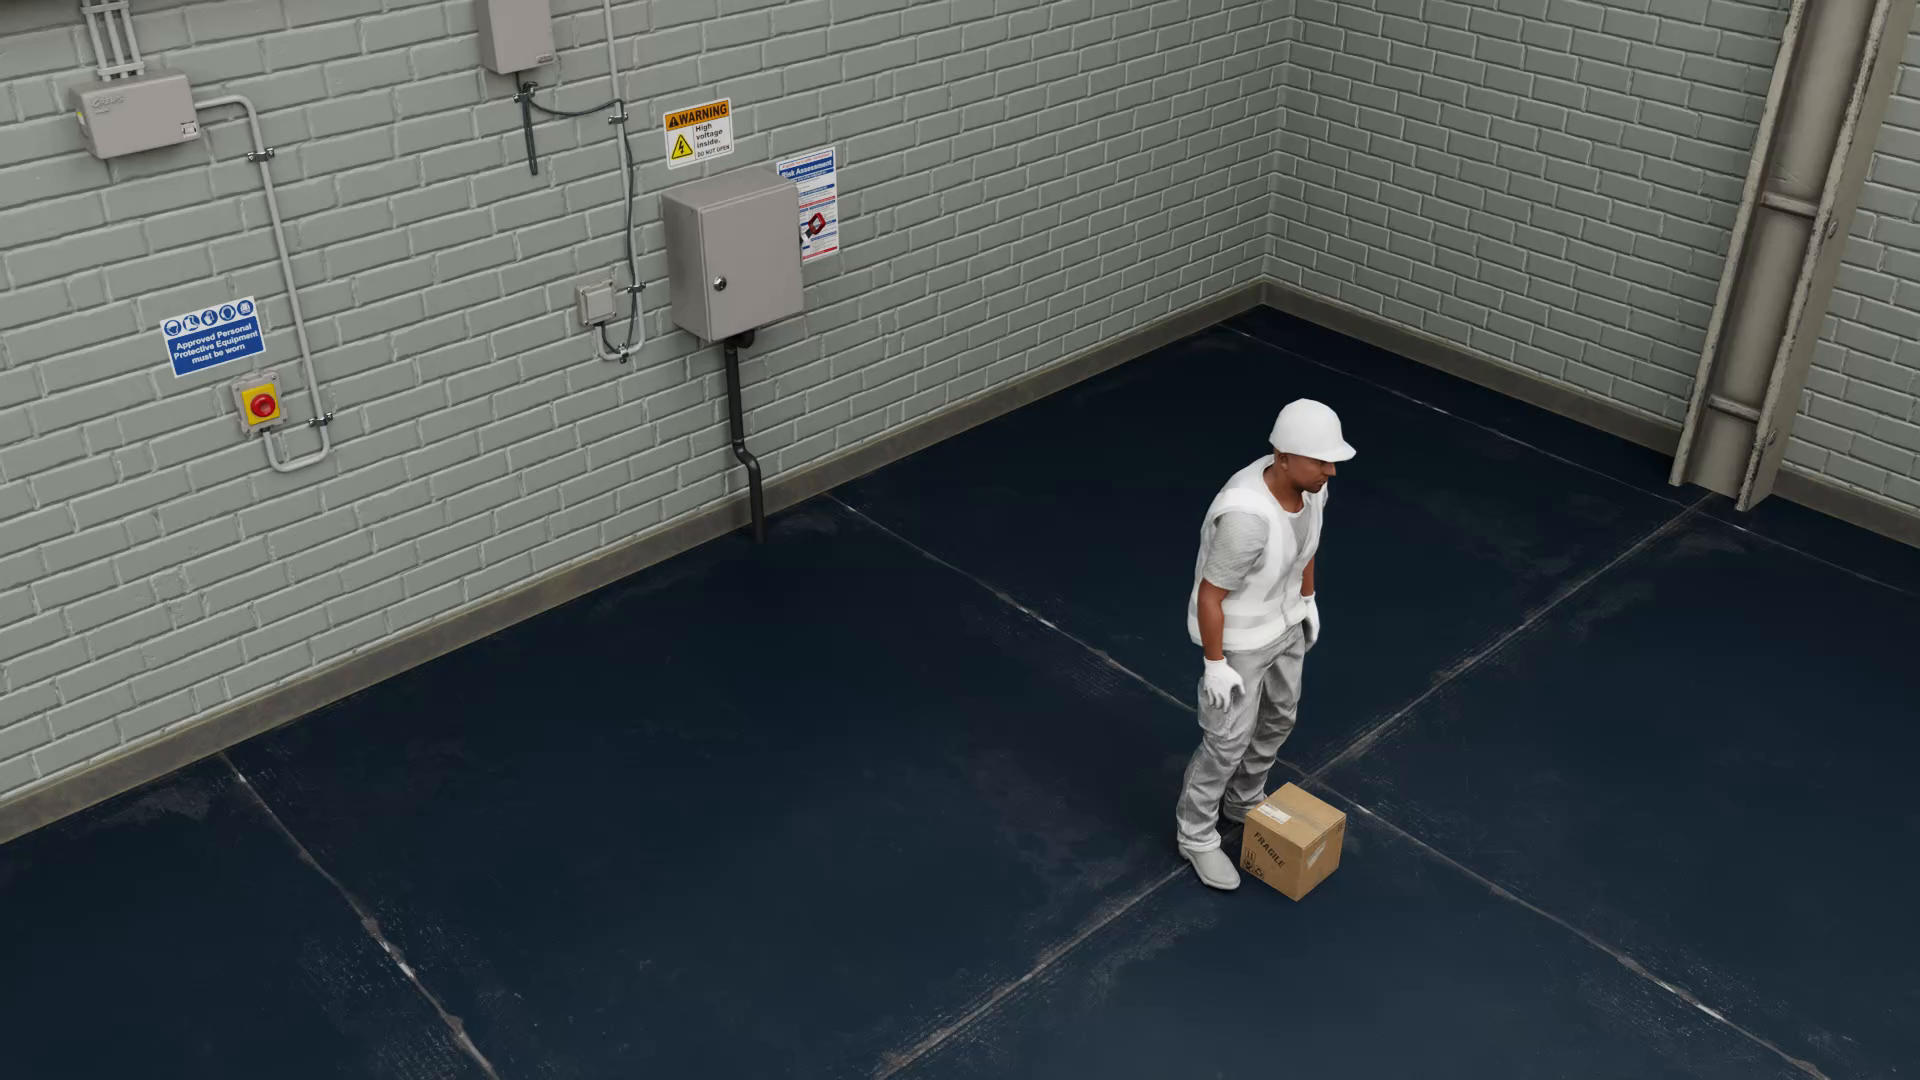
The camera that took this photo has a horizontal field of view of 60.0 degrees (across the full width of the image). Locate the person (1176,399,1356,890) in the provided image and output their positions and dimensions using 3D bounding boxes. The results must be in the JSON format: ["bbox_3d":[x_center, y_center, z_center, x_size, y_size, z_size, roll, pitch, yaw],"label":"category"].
[{"bbox_3d":[1.012,0.324,5.596,0.451,1.773,0.625,26,40,36],"label":"person"}]
